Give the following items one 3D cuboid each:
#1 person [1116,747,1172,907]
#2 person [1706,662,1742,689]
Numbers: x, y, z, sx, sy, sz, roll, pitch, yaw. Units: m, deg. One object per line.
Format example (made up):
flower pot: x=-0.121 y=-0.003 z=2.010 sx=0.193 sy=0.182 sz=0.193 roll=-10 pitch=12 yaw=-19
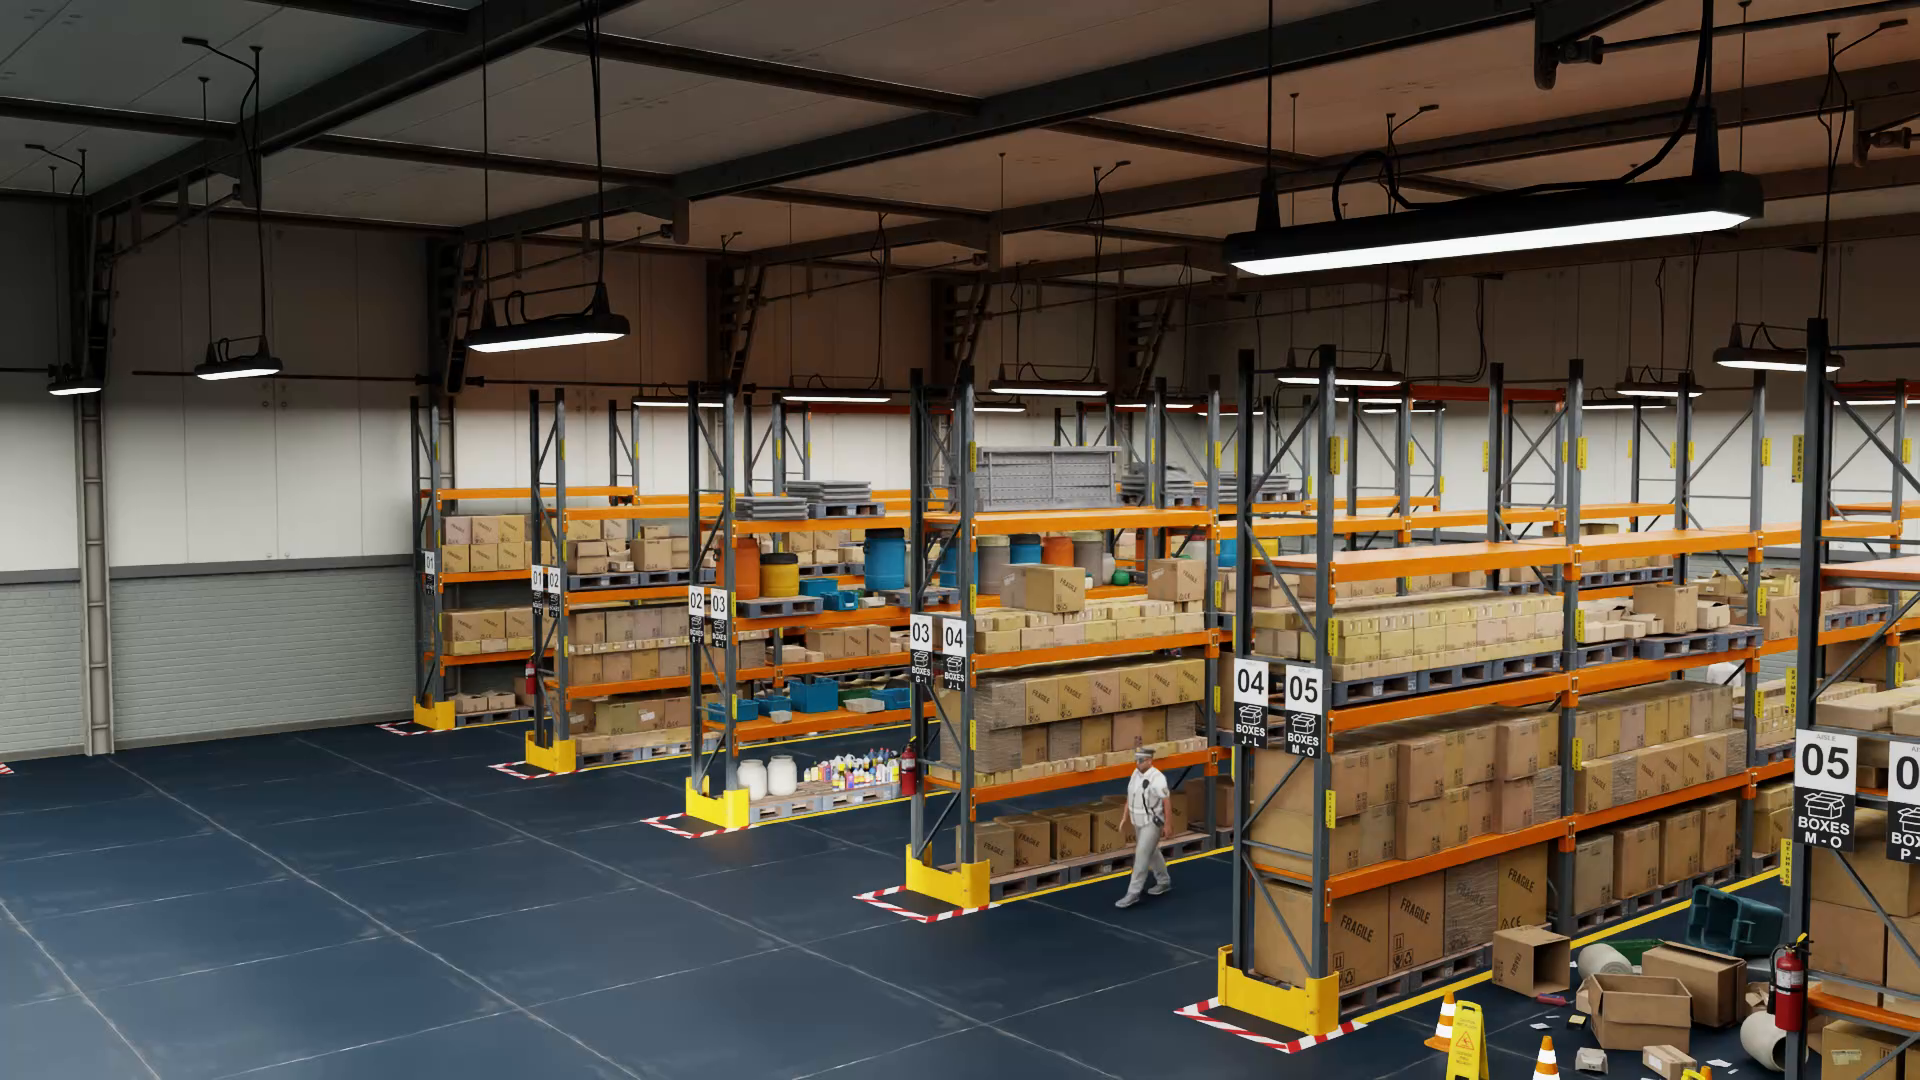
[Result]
person: x=2.036 y=3.175 z=18.705 sx=0.917 sy=1.719 sz=0.553 roll=-2 pitch=4 yaw=-28
person: x=12.581 y=2.667 z=27.386 sx=0.593 sy=1.775 sz=0.617 roll=-3 pitch=4 yaw=-39
